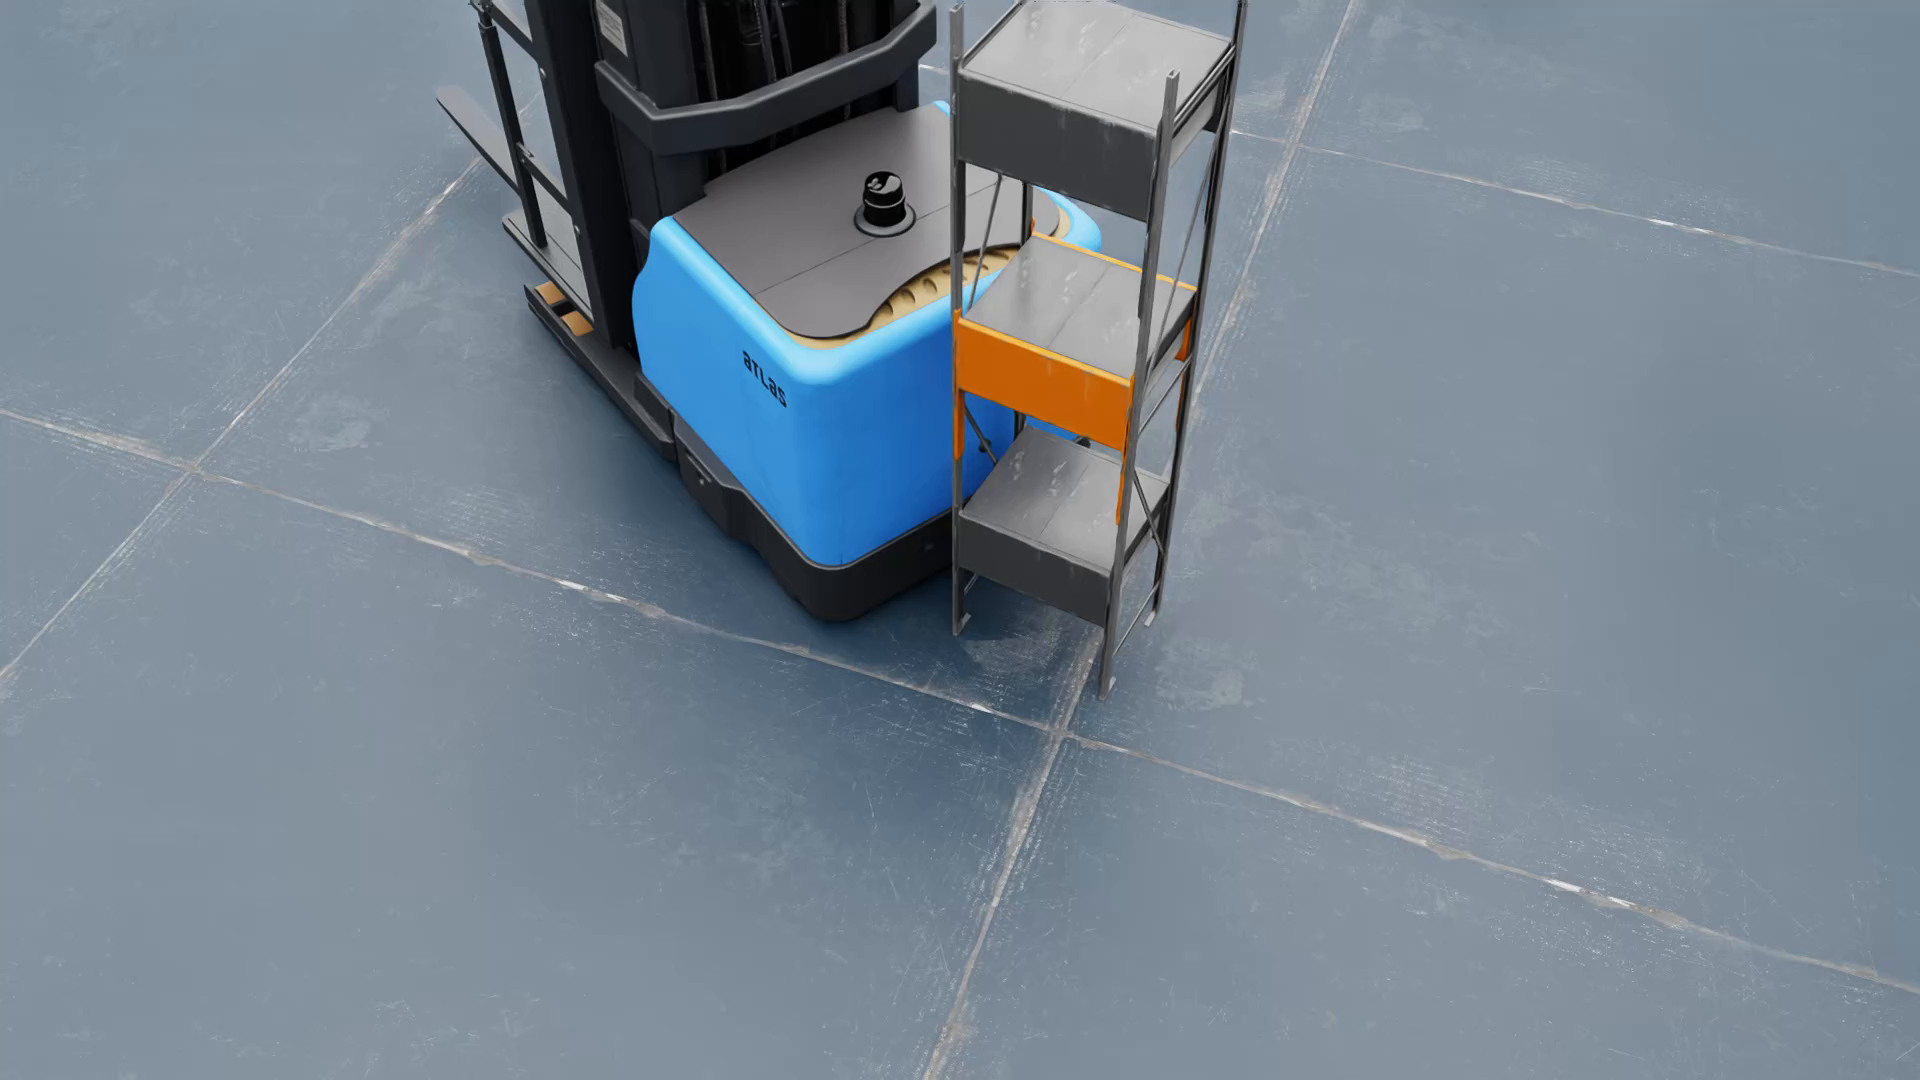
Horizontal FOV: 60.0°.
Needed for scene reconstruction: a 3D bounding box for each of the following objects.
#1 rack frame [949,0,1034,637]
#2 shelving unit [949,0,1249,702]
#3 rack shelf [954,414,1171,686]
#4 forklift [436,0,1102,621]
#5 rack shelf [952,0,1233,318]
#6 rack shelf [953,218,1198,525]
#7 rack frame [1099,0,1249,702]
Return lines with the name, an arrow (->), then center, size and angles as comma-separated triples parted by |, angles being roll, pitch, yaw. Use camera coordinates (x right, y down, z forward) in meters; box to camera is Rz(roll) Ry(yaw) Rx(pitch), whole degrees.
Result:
rack frame -> 0.081, -0.529, 4.319 | 0.015, 2.100, 0.400 | 23, 53, 19
shelving unit -> 0.295, -0.440, 4.242 | 0.503, 2.100, 0.431 | 23, 53, 19
rack shelf -> 0.295, 0.028, 4.781 | 0.480, 0.518, 0.431 | 23, 53, 19
forklift -> -0.871, -1.794, 4.865 | 1.130, 2.935, 3.031 | -29, 55, -23
rack shelf -> 0.295, -0.889, 3.723 | 0.480, 0.518, 0.431 | 23, 53, 19
rack shelf -> 0.295, -0.431, 4.252 | 0.480, 0.518, 0.431 | 23, 53, 19
rack frame -> 0.508, -0.350, 4.164 | 0.015, 2.100, 0.400 | 23, 53, 19
